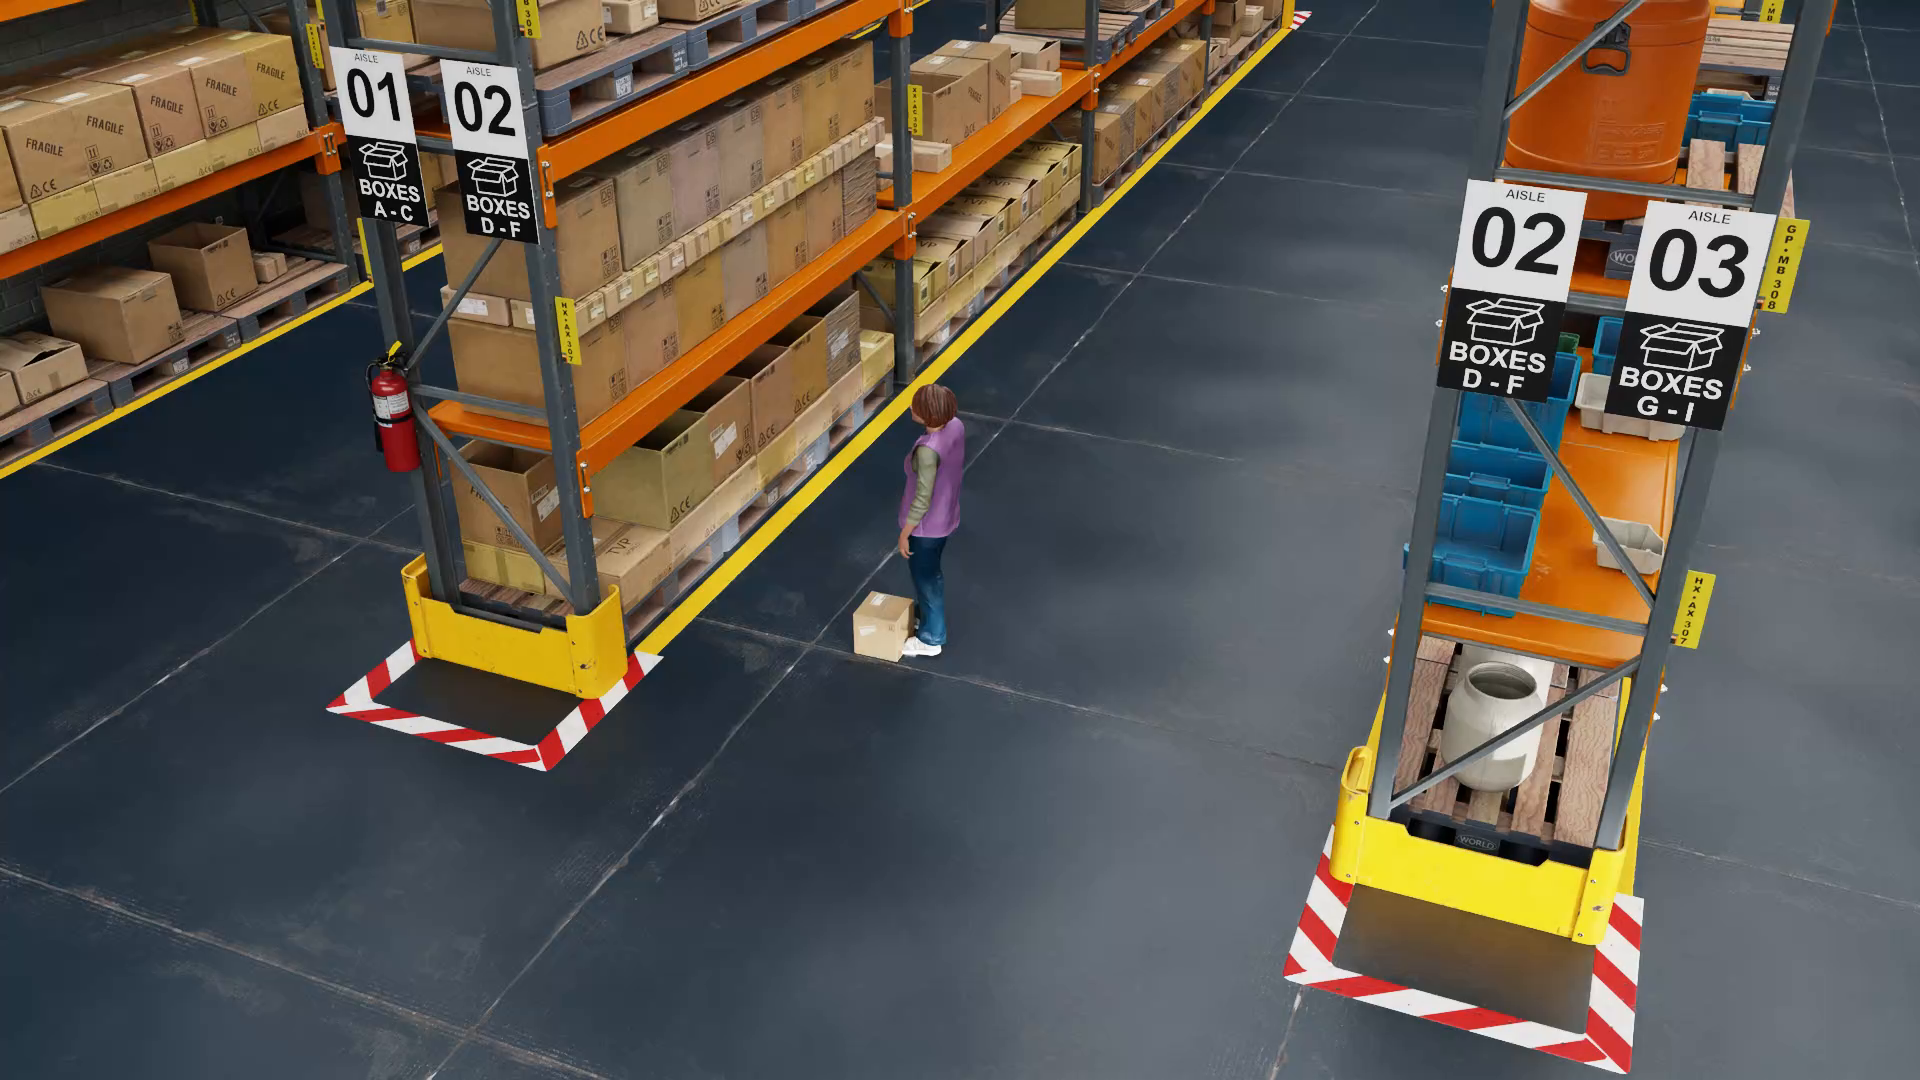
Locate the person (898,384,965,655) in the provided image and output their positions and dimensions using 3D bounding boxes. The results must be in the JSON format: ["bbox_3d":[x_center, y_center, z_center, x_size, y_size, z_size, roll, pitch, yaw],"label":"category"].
[{"bbox_3d":[-0.223,-0.107,8.562,0.472,1.599,0.521,12,32,19],"label":"person"}]
